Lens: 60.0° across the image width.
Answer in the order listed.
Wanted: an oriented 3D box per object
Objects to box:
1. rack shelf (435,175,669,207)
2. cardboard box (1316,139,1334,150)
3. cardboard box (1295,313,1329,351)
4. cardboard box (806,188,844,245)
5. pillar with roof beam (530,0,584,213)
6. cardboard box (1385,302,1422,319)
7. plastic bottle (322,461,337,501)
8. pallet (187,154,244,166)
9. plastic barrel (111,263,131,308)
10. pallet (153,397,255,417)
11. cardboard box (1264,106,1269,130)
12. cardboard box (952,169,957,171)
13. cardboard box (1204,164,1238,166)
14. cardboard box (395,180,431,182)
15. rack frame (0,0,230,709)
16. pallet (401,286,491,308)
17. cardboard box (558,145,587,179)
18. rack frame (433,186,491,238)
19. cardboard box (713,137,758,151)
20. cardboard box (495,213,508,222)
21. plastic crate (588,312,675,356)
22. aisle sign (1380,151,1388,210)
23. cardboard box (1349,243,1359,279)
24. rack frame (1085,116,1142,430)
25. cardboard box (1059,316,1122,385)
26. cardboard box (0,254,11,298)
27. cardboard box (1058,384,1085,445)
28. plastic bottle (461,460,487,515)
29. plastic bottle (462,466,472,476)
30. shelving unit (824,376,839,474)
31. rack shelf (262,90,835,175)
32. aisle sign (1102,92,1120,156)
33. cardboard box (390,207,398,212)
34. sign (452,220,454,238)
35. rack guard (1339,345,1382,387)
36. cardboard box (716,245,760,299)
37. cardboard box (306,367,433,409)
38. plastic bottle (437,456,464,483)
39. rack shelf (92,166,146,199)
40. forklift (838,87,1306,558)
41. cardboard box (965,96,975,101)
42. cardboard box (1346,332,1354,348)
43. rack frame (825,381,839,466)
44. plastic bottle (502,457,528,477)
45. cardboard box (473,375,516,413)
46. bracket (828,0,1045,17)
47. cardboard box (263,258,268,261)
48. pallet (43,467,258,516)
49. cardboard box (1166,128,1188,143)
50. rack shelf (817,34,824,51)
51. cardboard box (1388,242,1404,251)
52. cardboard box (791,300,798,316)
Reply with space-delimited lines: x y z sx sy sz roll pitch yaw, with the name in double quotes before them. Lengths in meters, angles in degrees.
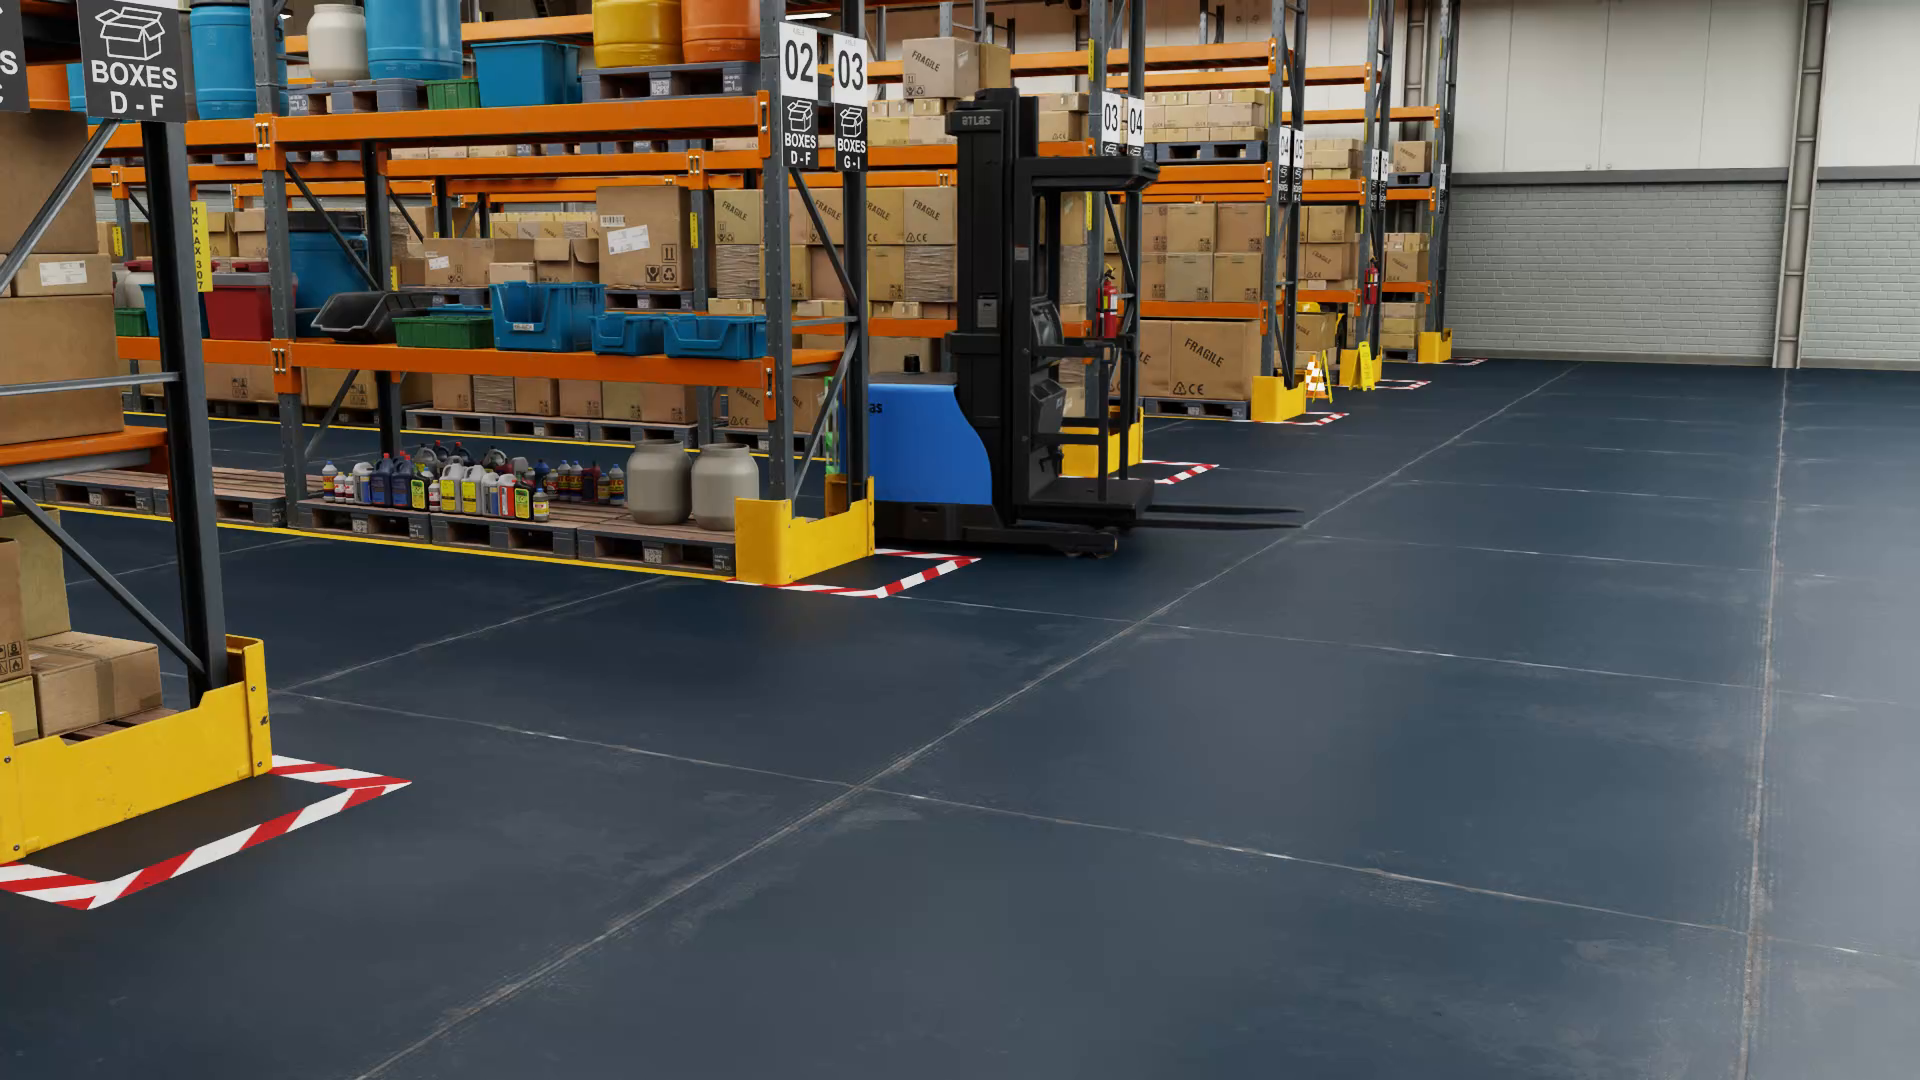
"rack shelf" -5.345 -4.799 22.922 4.000 0.370 1.077 5 11 26
"cardboard box" 5.075 -5.438 22.900 0.250 0.149 0.380 5 12 27
"cardboard box" 4.889 -2.932 23.443 0.500 0.500 0.500 5 11 26
"cardboard box" -1.061 -2.953 15.200 0.500 0.500 0.500 5 11 26
"pillar with roof beam" -10.357 -8.362 32.167 0.548 9.000 9.100 5 11 26
"cardboard box" 7.365 -3.813 27.609 0.500 0.250 0.500 5 12 28
"plastic bottle" -4.349 -0.408 11.487 0.097 0.271 0.097 0 10 0
"pallet" -8.579 -4.368 19.057 1.217 0.209 0.805 5 11 24
"plastic barrel" -6.633 -1.919 13.098 0.421 0.512 0.421 0 10 0
"pallet" -8.698 -1.630 19.642 1.213 0.211 1.003 5 11 26
"cardboard box" 3.304 -4.773 18.881 0.500 0.250 0.500 5 11 26
"cardboard box" -0.071 -5.729 25.751 0.637 0.503 0.797 5 11 26
"cardboard box" 3.773 -5.353 23.548 0.500 0.250 0.500 5 11 26
"cardboard box" -7.698 -5.233 23.717 0.500 0.250 0.500 5 12 27
"rack frame" -3.049 -0.523 5.698 0.127 3.000 1.000 5 11 26
"pallet" -5.150 -2.602 17.722 1.003 0.211 1.213 5 11 26
"cardboard box" -5.076 -5.127 22.430 0.500 0.500 0.500 5 11 26
"rack frame" -7.138 -3.835 23.996 0.127 3.000 1.000 5 11 26
"cardboard box" -1.959 -3.746 15.504 0.500 0.250 0.500 5 11 24
"cardboard box" -7.981 -5.689 29.329 0.250 0.149 0.380 5 12 28
"plastic crate" -2.015 -1.284 10.322 0.408 0.251 0.499 5 11 26
"aisle sign" 5.916 -5.012 23.198 0.004 0.787 0.394 5 11 26
"cardboard box" 5.421 -3.965 23.599 0.500 0.500 0.500 5 11 25
"rack frame" 1.338 -2.105 14.438 0.127 3.000 1.000 5 11 26
"cardboard box" 1.379 -2.234 19.940 0.875 0.875 0.875 5 11 26
"cardboard box" -3.476 -0.891 5.630 0.250 0.149 0.380 5 11 25
"cardboard box" 0.785 -1.133 14.910 0.500 0.500 0.500 8 13 36
"plastic bottle" -3.183 -0.349 10.940 0.185 0.351 0.144 6 12 28
"plastic bottle" -3.307 -0.353 11.169 0.135 0.276 0.152 5 11 26
"shelving unit" -0.820 -0.744 11.973 0.258 1.200 0.503 -2 10 -11
"rack shelf" -2.647 -2.594 10.735 4.000 0.370 1.077 5 11 26
"aisle sign" 1.261 -3.331 13.915 0.004 0.787 0.394 5 11 26
"cardboard box" -8.145 -4.556 24.058 0.500 0.500 0.500 5 11 24
"sign" -5.605 -3.354 18.308 0.005 0.325 0.100 5 11 26
"rack guard" 5.655 -2.464 23.439 0.348 0.500 1.175 5 11 26
"cardboard box" -1.873 -2.570 15.894 0.500 0.500 0.875 5 11 26
"cardboard box" -6.446 -1.954 18.392 0.875 0.875 1.225 4 11 23
"plastic bottle" -3.607 -0.460 11.761 0.135 0.276 0.152 5 11 26
"rack shelf" -11.217 -4.330 20.331 4.000 0.370 1.077 5 11 26
"forklift" 0.760 -1.432 10.910 3.031 2.935 1.130 2 11 13
"cardboard box" 0.240 -3.735 14.322 0.250 0.149 0.380 5 11 26
"cardboard box" 6.468 -3.402 28.149 0.500 0.250 0.500 5 11 26
"rack frame" -0.866 -0.787 12.209 0.240 1.200 0.015 -2 10 -11
"plastic bottle" -3.130 -0.447 11.688 0.135 0.276 0.152 5 12 27
"cardboard box" -4.724 -1.631 17.600 0.500 0.500 0.700 4 11 21
"bracket" -0.530 -10.055 31.410 4.783 0.066 0.076 5 11 26
"cardboard box" -7.300 -2.864 18.354 0.500 0.500 0.500 5 11 24
"pallet" -6.260 -0.409 12.895 1.213 0.211 1.003 5 11 26
"cardboard box" 2.492 -4.530 18.658 0.250 0.149 0.380 5 11 26
"rack shelf" -4.639 -9.817 32.894 4.000 0.370 1.077 5 11 26
"cardboard box" 7.239 -4.847 27.487 0.250 0.149 0.380 5 12 27
"cardboard box" -1.506 -2.176 15.538 0.250 0.149 0.380 5 11 26
